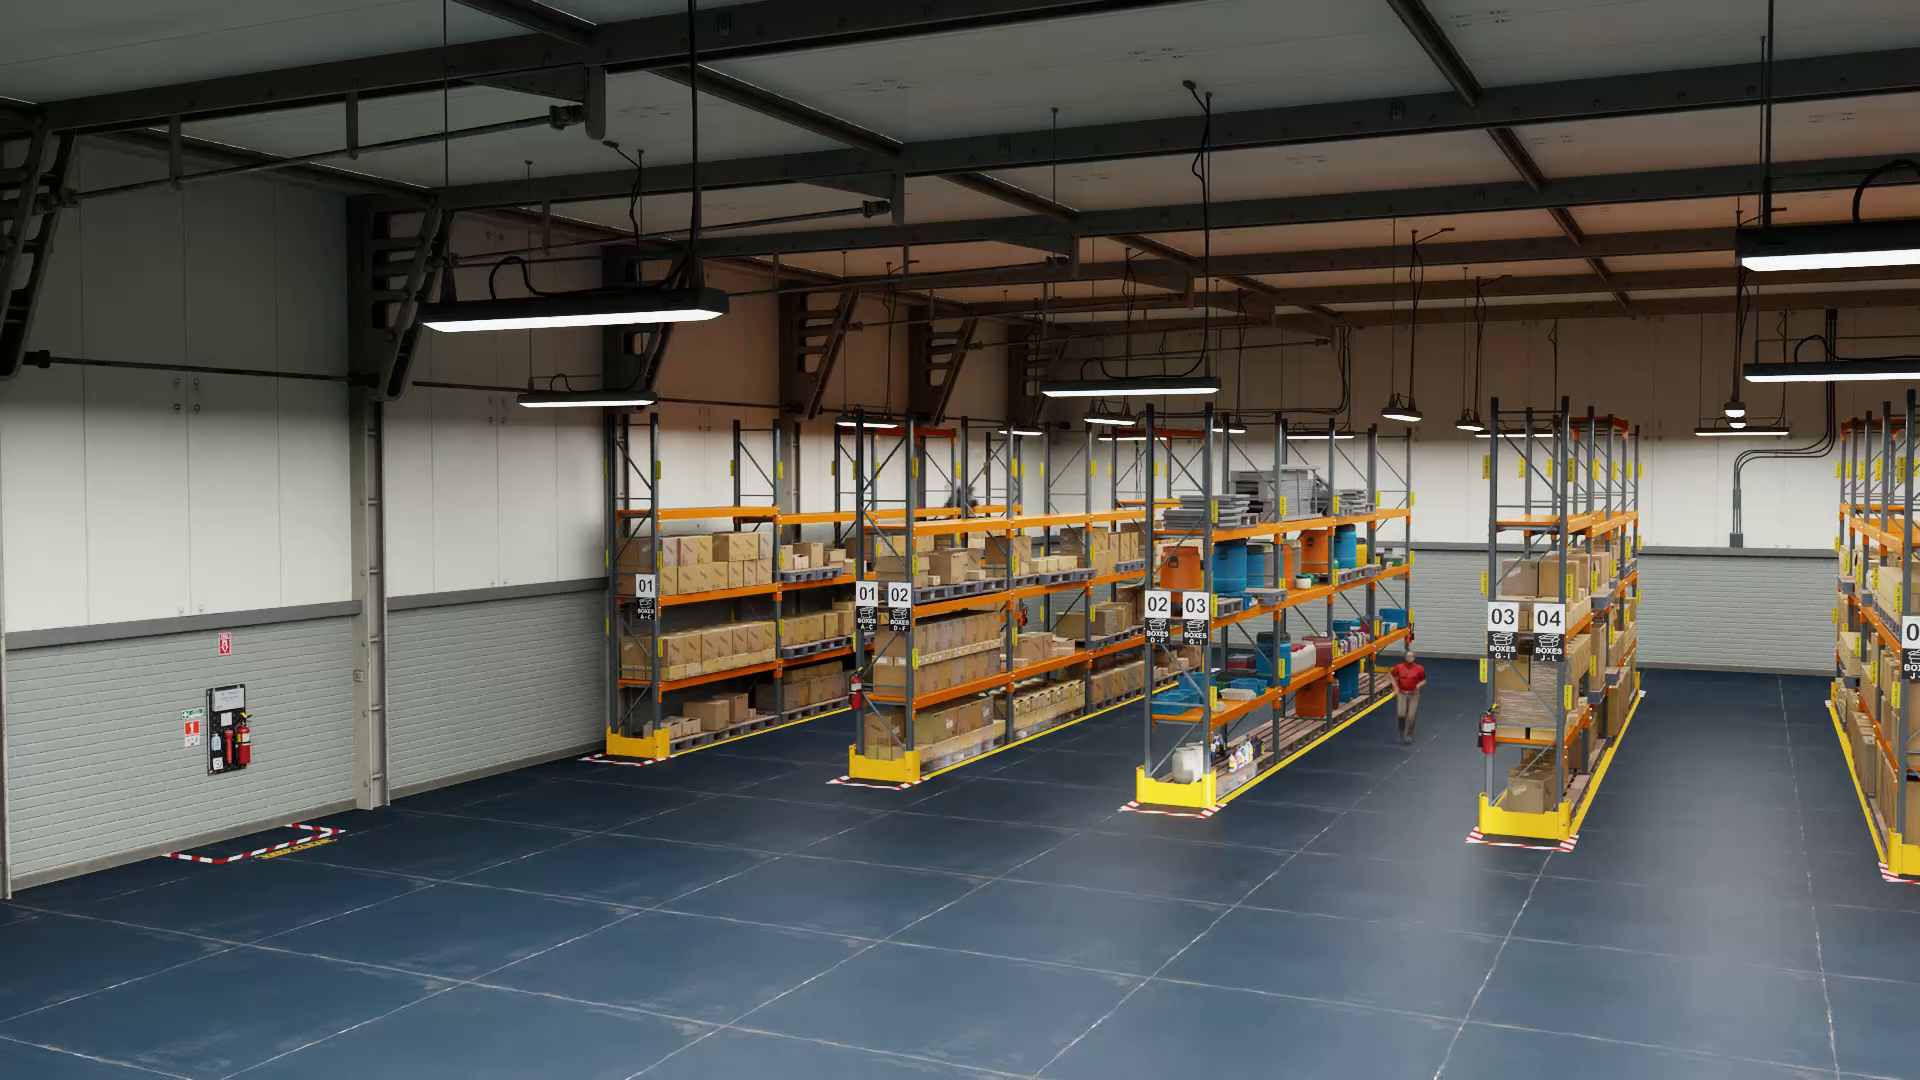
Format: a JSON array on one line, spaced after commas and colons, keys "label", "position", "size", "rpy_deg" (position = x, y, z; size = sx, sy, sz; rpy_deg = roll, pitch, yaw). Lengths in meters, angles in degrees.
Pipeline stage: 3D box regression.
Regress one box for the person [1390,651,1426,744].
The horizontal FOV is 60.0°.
[{"label": "person", "position": [8.180, 2.882, 30.342], "size": [0.634, 1.716, 0.677], "rpy_deg": [1, 2, 13]}]
